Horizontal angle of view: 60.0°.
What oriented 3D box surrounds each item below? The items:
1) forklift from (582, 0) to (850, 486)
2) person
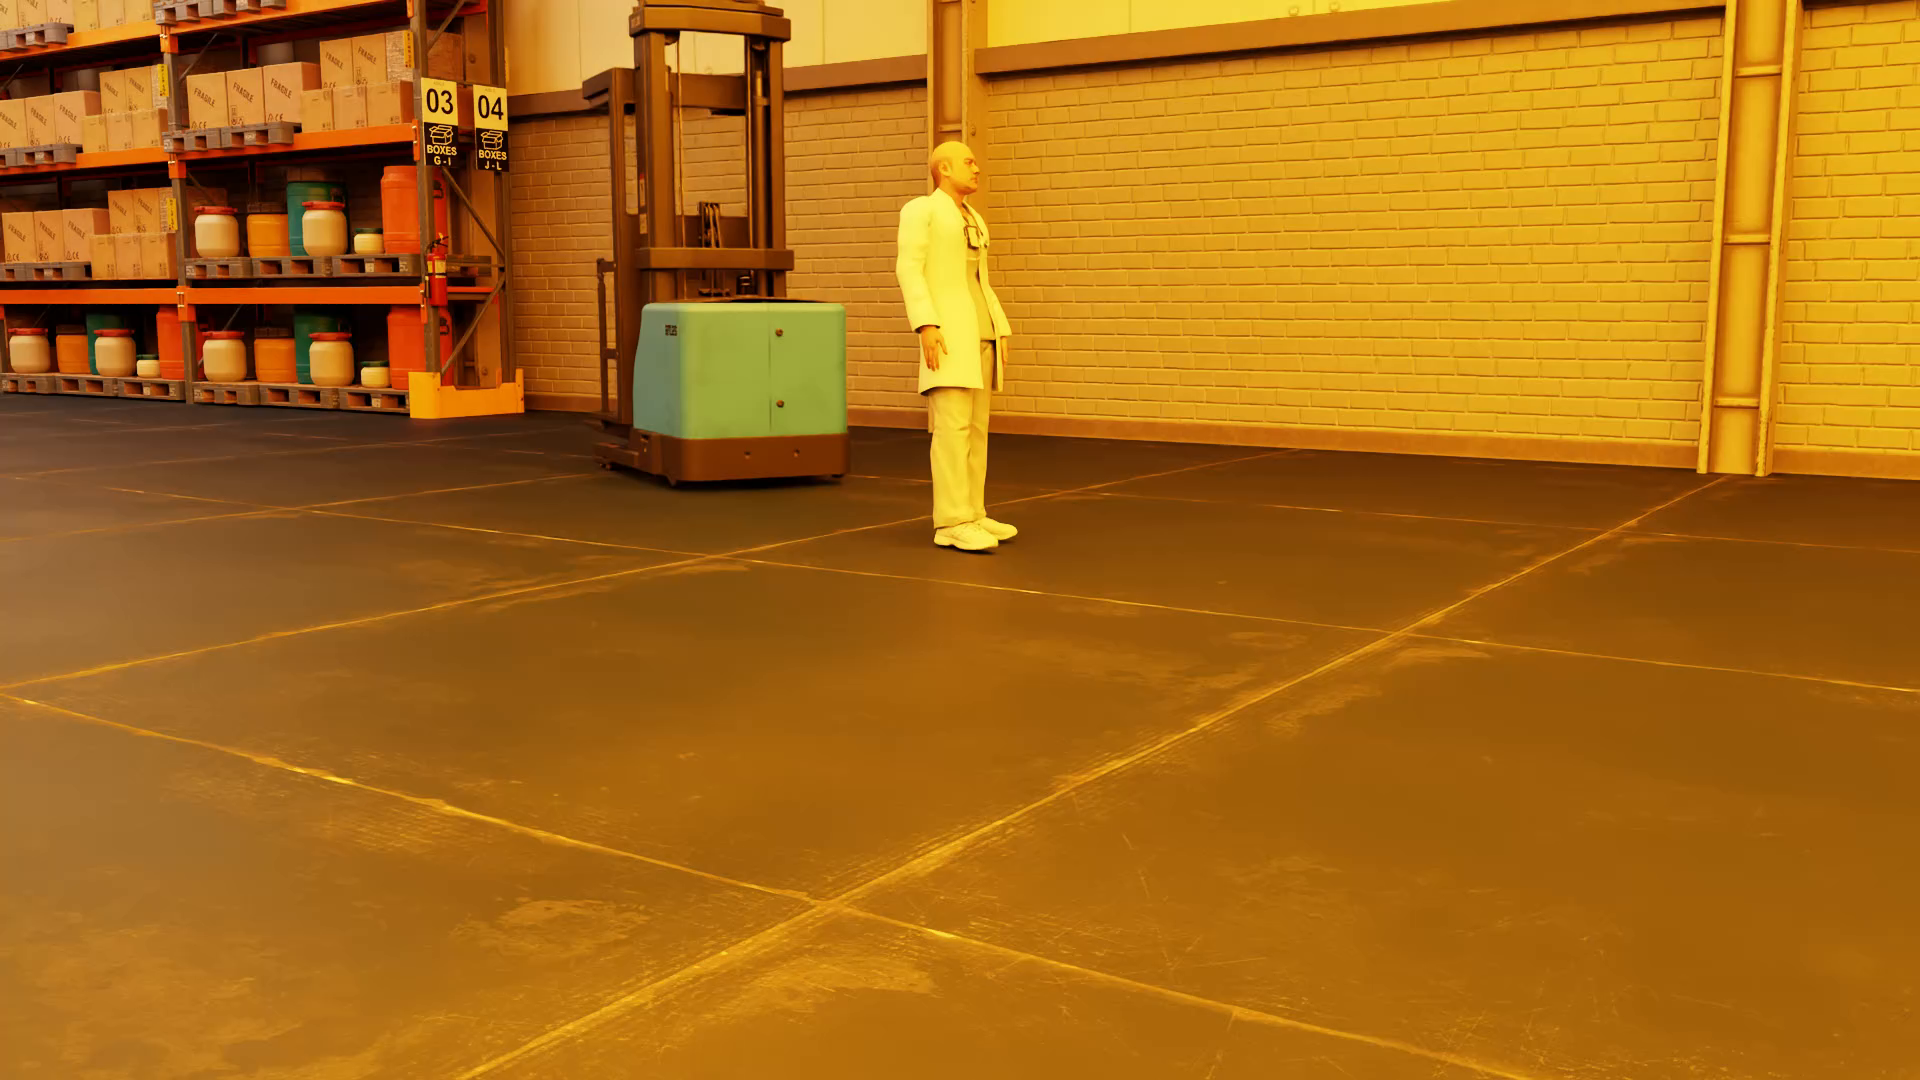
[{"bbox_3d":[-1.770,-1.930,10.767,1.130,2.935,3.031,-4,9,-27],"label":"forklift"},{"bbox_3d":[0.074,-0.880,7.424,0.578,1.778,0.698,5,10,34],"label":"person"}]
